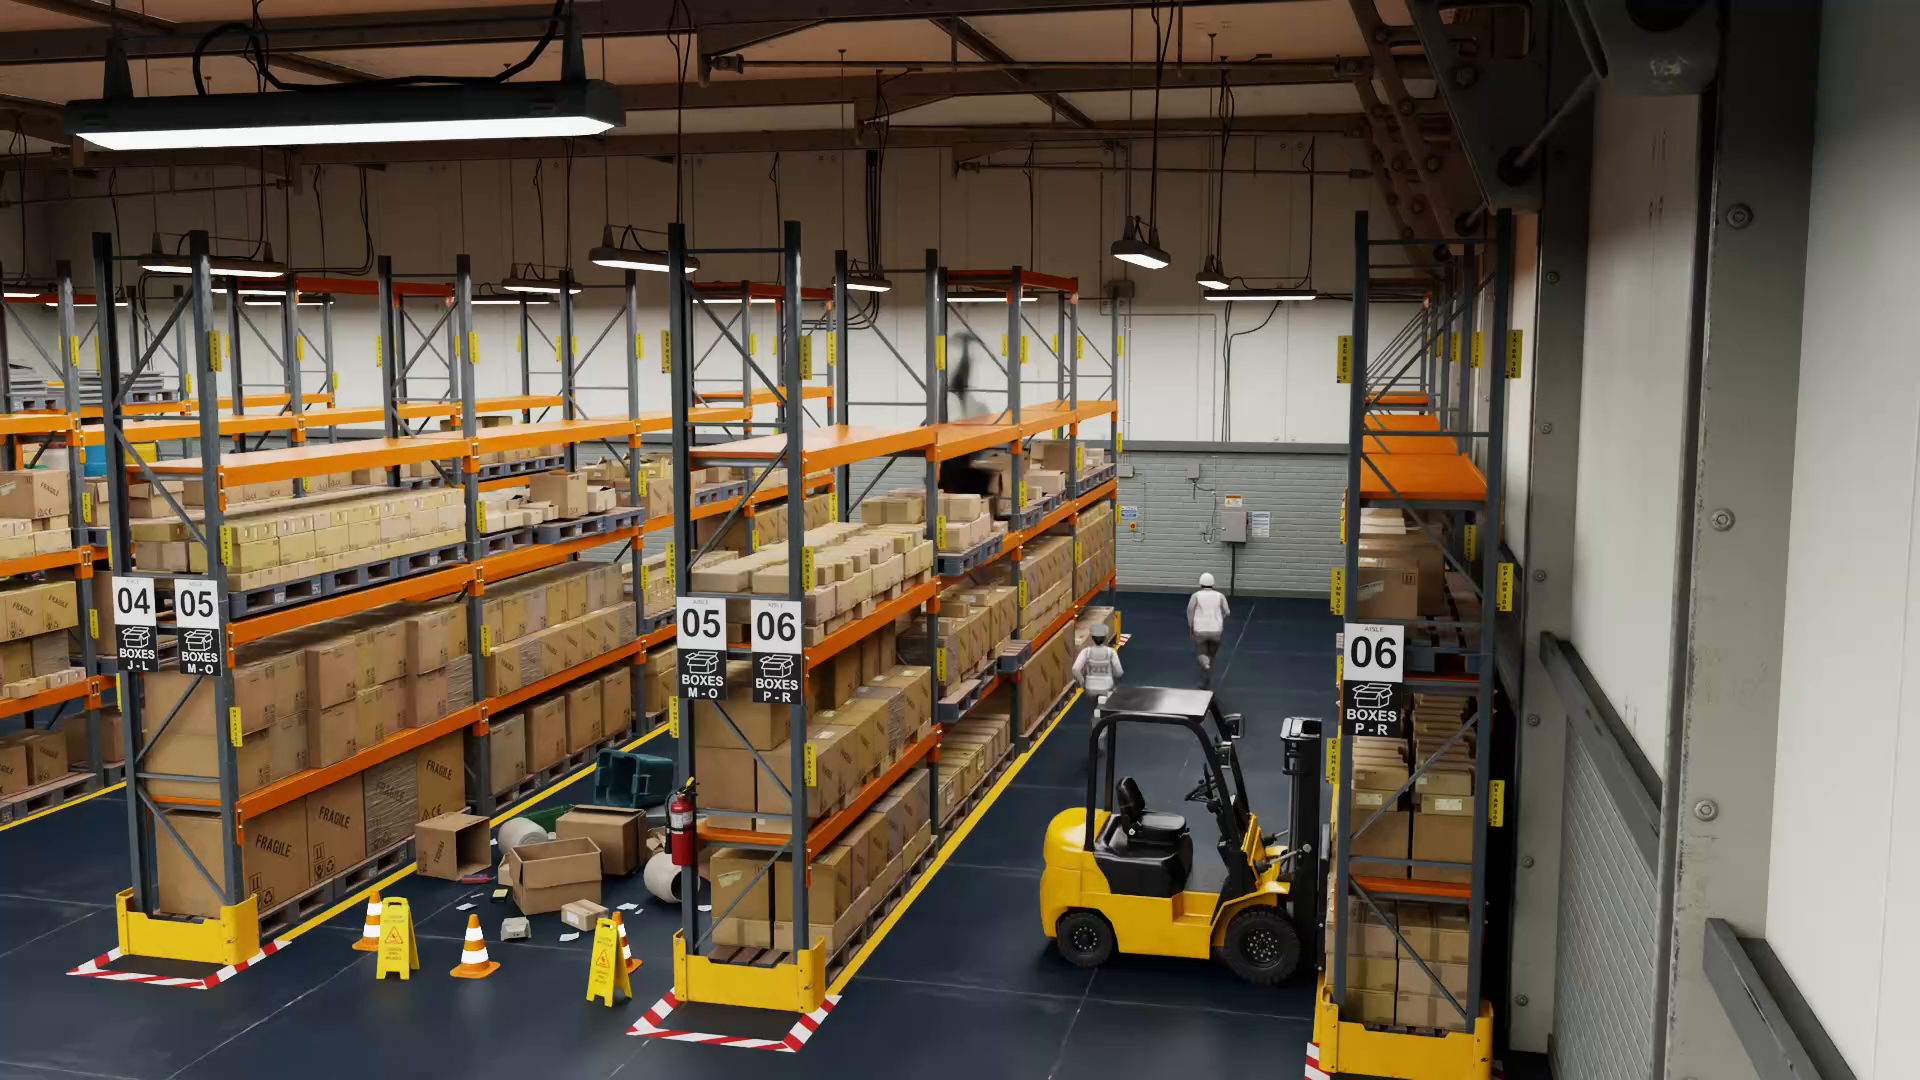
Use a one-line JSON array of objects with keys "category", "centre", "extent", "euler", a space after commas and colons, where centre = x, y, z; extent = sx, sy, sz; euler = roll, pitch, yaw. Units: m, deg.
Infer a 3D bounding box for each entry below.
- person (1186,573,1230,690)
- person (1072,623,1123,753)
[{"category": "person", "centre": [3.630, 1.363, 24.336], "extent": [0.647, 1.723, 0.777], "euler": [0, 7, 3]}, {"category": "person", "centre": [1.691, 1.879, 20.436], "extent": [0.627, 1.692, 0.761], "euler": [1, 7, 9]}]
